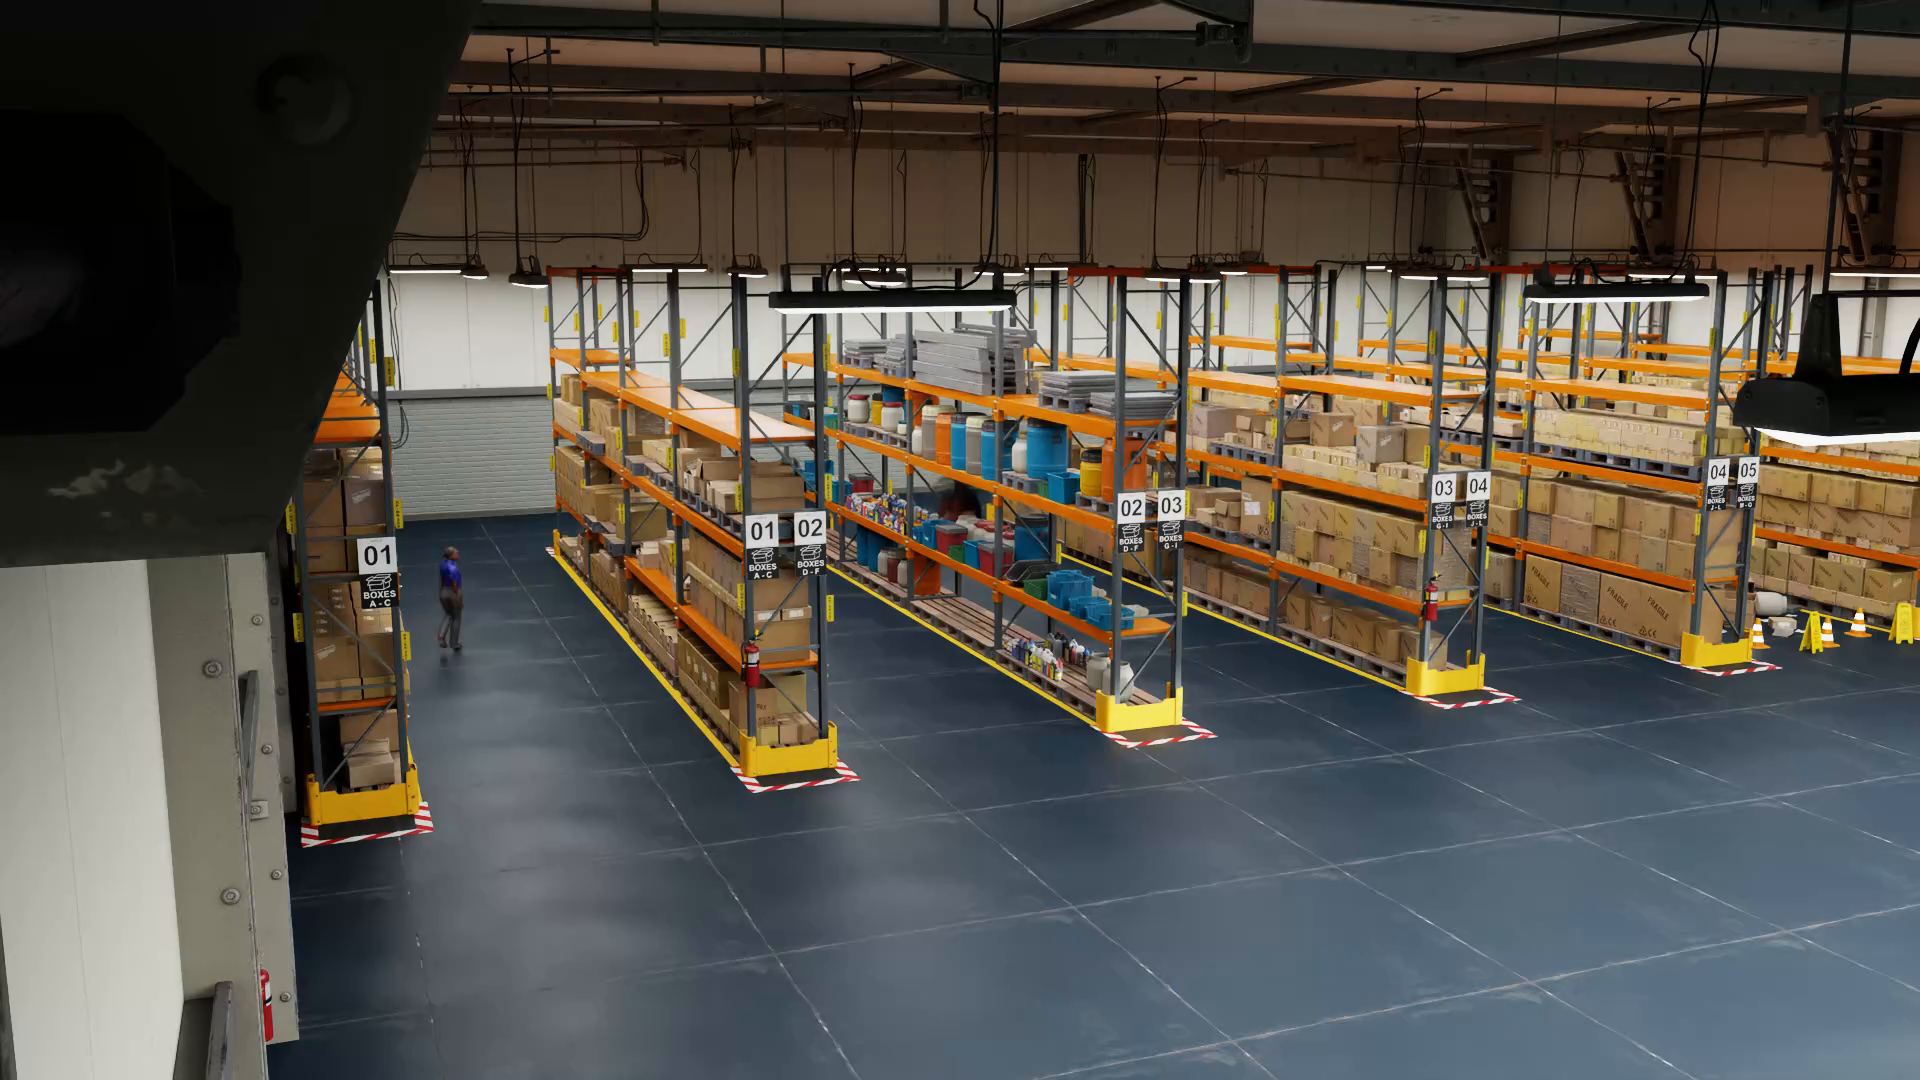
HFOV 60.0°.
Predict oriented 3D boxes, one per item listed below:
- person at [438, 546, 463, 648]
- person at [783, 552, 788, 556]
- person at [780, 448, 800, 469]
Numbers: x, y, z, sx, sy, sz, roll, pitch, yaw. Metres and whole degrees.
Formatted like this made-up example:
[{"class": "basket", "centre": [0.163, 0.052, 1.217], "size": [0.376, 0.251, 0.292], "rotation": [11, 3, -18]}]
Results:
[{"class": "person", "centre": [-8.142, 0.913, 26.567], "size": [0.438, 1.654, 0.429], "rotation": [4, 11, 20]}, {"class": "person", "centre": [-3.293, 0.131, 29.846], "size": [0.558, 1.571, 0.599], "rotation": [-3, 10, -16]}, {"class": "person", "centre": [-3.982, -1.253, 39.147], "size": [0.391, 1.676, 0.535], "rotation": [7, 12, 36]}]
